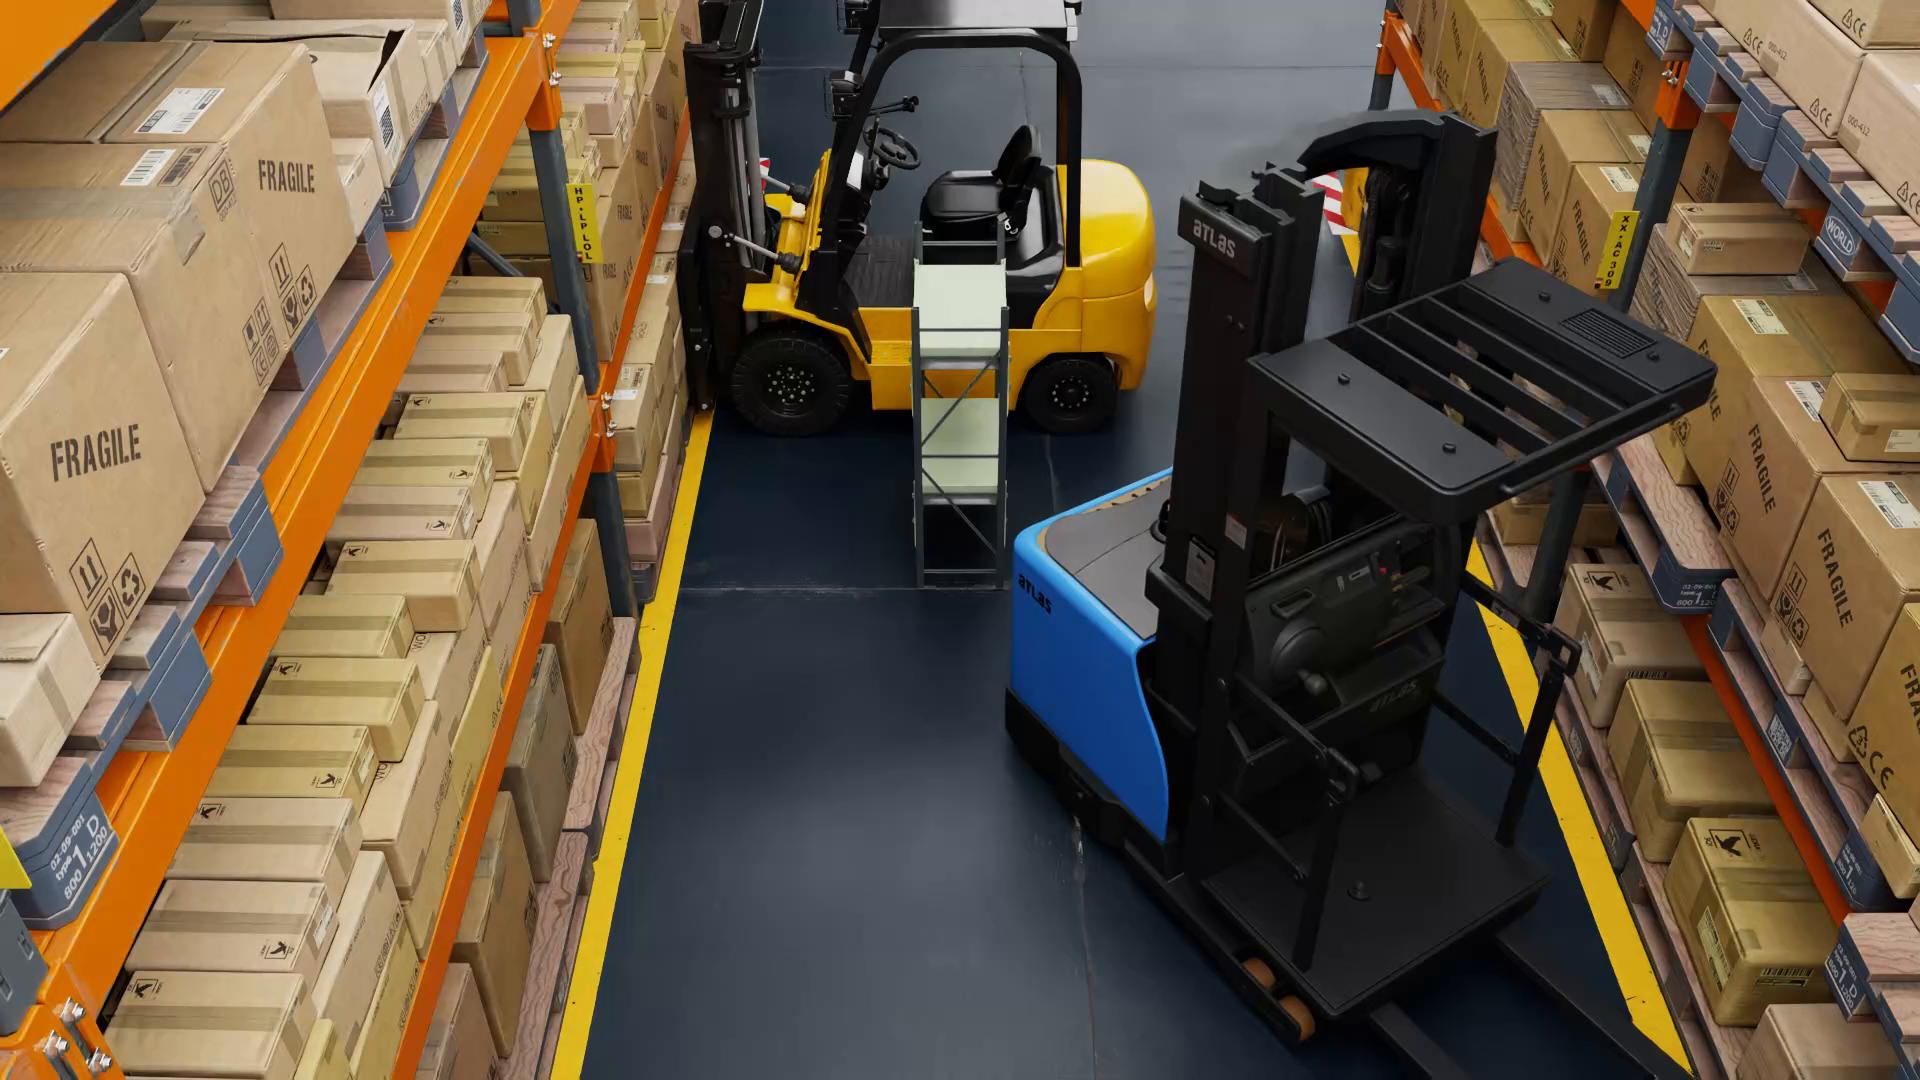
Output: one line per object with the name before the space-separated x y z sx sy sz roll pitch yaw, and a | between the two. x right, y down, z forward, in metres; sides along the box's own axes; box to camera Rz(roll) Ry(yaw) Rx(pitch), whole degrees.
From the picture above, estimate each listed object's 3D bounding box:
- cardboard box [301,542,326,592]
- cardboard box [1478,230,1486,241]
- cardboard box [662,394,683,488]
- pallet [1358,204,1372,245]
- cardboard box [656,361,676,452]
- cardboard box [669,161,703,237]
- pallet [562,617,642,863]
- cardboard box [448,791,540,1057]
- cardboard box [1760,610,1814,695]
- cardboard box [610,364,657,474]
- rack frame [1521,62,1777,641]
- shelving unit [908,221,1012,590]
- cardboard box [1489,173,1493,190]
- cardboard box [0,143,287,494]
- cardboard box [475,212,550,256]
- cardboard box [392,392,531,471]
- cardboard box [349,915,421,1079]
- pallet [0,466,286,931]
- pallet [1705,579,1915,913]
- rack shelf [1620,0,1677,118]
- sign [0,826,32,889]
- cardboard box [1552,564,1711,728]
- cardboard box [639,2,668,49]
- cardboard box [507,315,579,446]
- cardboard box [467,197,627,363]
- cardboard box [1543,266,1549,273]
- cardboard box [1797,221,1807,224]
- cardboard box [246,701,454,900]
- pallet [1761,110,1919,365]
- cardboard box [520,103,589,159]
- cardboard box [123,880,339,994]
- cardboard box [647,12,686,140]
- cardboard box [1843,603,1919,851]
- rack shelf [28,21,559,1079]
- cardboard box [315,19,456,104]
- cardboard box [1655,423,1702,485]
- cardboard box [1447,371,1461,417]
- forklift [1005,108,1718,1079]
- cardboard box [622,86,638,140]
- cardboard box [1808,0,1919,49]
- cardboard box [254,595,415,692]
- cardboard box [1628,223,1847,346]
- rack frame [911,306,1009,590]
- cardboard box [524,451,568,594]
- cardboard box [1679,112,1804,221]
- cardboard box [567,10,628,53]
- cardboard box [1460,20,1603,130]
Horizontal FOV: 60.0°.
cardboard box | -2.221 0.064 5.237 0.500 0.250 0.500 -1 39 -1
cardboard box | 2.736 -1.483 8.711 0.500 0.500 0.500 1 39 1
cardboard box | -1.630 -0.464 8.038 0.500 0.250 0.500 -1 39 -1
pallet | 2.980 -1.616 9.843 1.003 0.211 1.213 0 39 0
cardboard box | -1.639 -0.656 7.879 0.500 0.250 0.500 0 39 0
cardboard box | -1.620 -1.812 8.922 0.500 0.250 0.500 0 39 1
pallet | -1.905 0.796 6.833 1.003 0.211 1.213 0 39 0
cardboard box | -1.937 1.292 5.548 0.875 0.625 0.625 -2 39 -2
cardboard box | 2.677 0.337 5.042 0.380 0.149 0.250 1 39 2
cardboard box | -1.632 -0.536 7.329 0.500 0.250 0.500 -1 39 -1
rack frame | 3.019 -0.758 6.543 1.000 3.000 0.127 0 39 0
shelving unit | 0.000 -0.589 7.532 0.431 1.500 0.755 0 39 0
cardboard box | 2.702 -1.817 8.065 0.380 0.149 0.250 0 39 0
cardboard box | -1.798 -0.432 3.242 0.700 0.500 0.500 -1 39 -1
cardboard box | -1.682 -1.244 6.551 0.380 0.149 0.250 -1 39 -1
cardboard box | -1.624 -0.352 5.438 0.380 0.149 0.250 -1 39 -1
cardboard box | -1.692 1.215 4.200 0.500 0.250 0.500 -1 39 -1
pallet | -2.031 0.228 3.065 1.213 0.211 1.003 2 39 2
pallet | 2.980 0.580 5.026 1.003 0.211 1.213 0 39 0
rack shelf | 3.016 -2.899 7.391 1.077 0.370 4.000 0 39 0
sign | -1.398 0.378 2.314 0.100 0.325 0.005 0 39 0
cardboard box | 3.022 0.431 6.824 0.950 0.372 0.625 0 39 1
cardboard box | -1.643 -2.527 8.152 0.380 0.149 0.250 0 39 0
cardboard box | -1.689 -0.582 6.043 0.500 0.250 0.500 -1 39 -1
cardboard box | -1.684 -1.069 6.851 0.500 0.500 0.500 -1 39 -1
cardboard box | 2.784 -1.180 7.271 0.380 0.149 0.250 0 39 0
cardboard box | 3.297 -1.189 6.762 0.500 0.500 0.500 0 39 0
cardboard box | -1.679 0.694 4.451 0.500 0.250 0.500 -1 39 -1
pallet | 2.917 -0.821 4.373 1.213 0.211 1.003 0 39 0
cardboard box | -1.749 -1.683 6.861 0.380 0.149 0.250 -1 39 -1
cardboard box | -1.674 0.930 3.838 0.380 0.149 0.250 1 39 1
cardboard box | -1.694 -2.340 8.437 0.500 0.500 0.500 -1 39 -1
cardboard box | 2.731 0.501 4.318 0.500 0.500 0.500 -3 39 -3
rack shelf | -1.943 -0.392 4.262 1.077 0.370 4.000 0 39 0
cardboard box | -1.640 -1.340 4.656 0.380 0.149 0.250 0 39 0
cardboard box | 2.695 -0.322 5.864 0.380 0.149 0.250 1 39 1
cardboard box | 2.743 -0.870 8.545 0.500 0.250 0.500 1 39 1
forklift | 1.418 0.269 5.316 1.130 2.935 3.031 -22 44 -26
cardboard box | -1.637 -1.887 7.353 0.380 0.149 0.250 0 39 -1
cardboard box | 2.629 -1.552 4.519 0.500 0.250 0.500 -1 39 -1
cardboard box | -1.755 0.288 4.639 0.380 0.149 0.250 0 39 0
cardboard box | 2.732 -0.784 5.921 0.500 0.500 0.500 1 39 1
rack frame | 0.000 -0.361 7.246 0.400 1.500 0.023 0 39 0
cardboard box | -1.677 -0.065 5.797 0.500 0.250 0.500 0 39 0
cardboard box | 3.235 -1.579 6.450 0.700 0.500 0.500 0 39 -1
cardboard box | -1.748 -2.322 7.657 0.380 0.149 0.250 0 39 0
cardboard box | 2.752 -2.158 7.972 0.500 0.500 0.500 -1 39 -1
